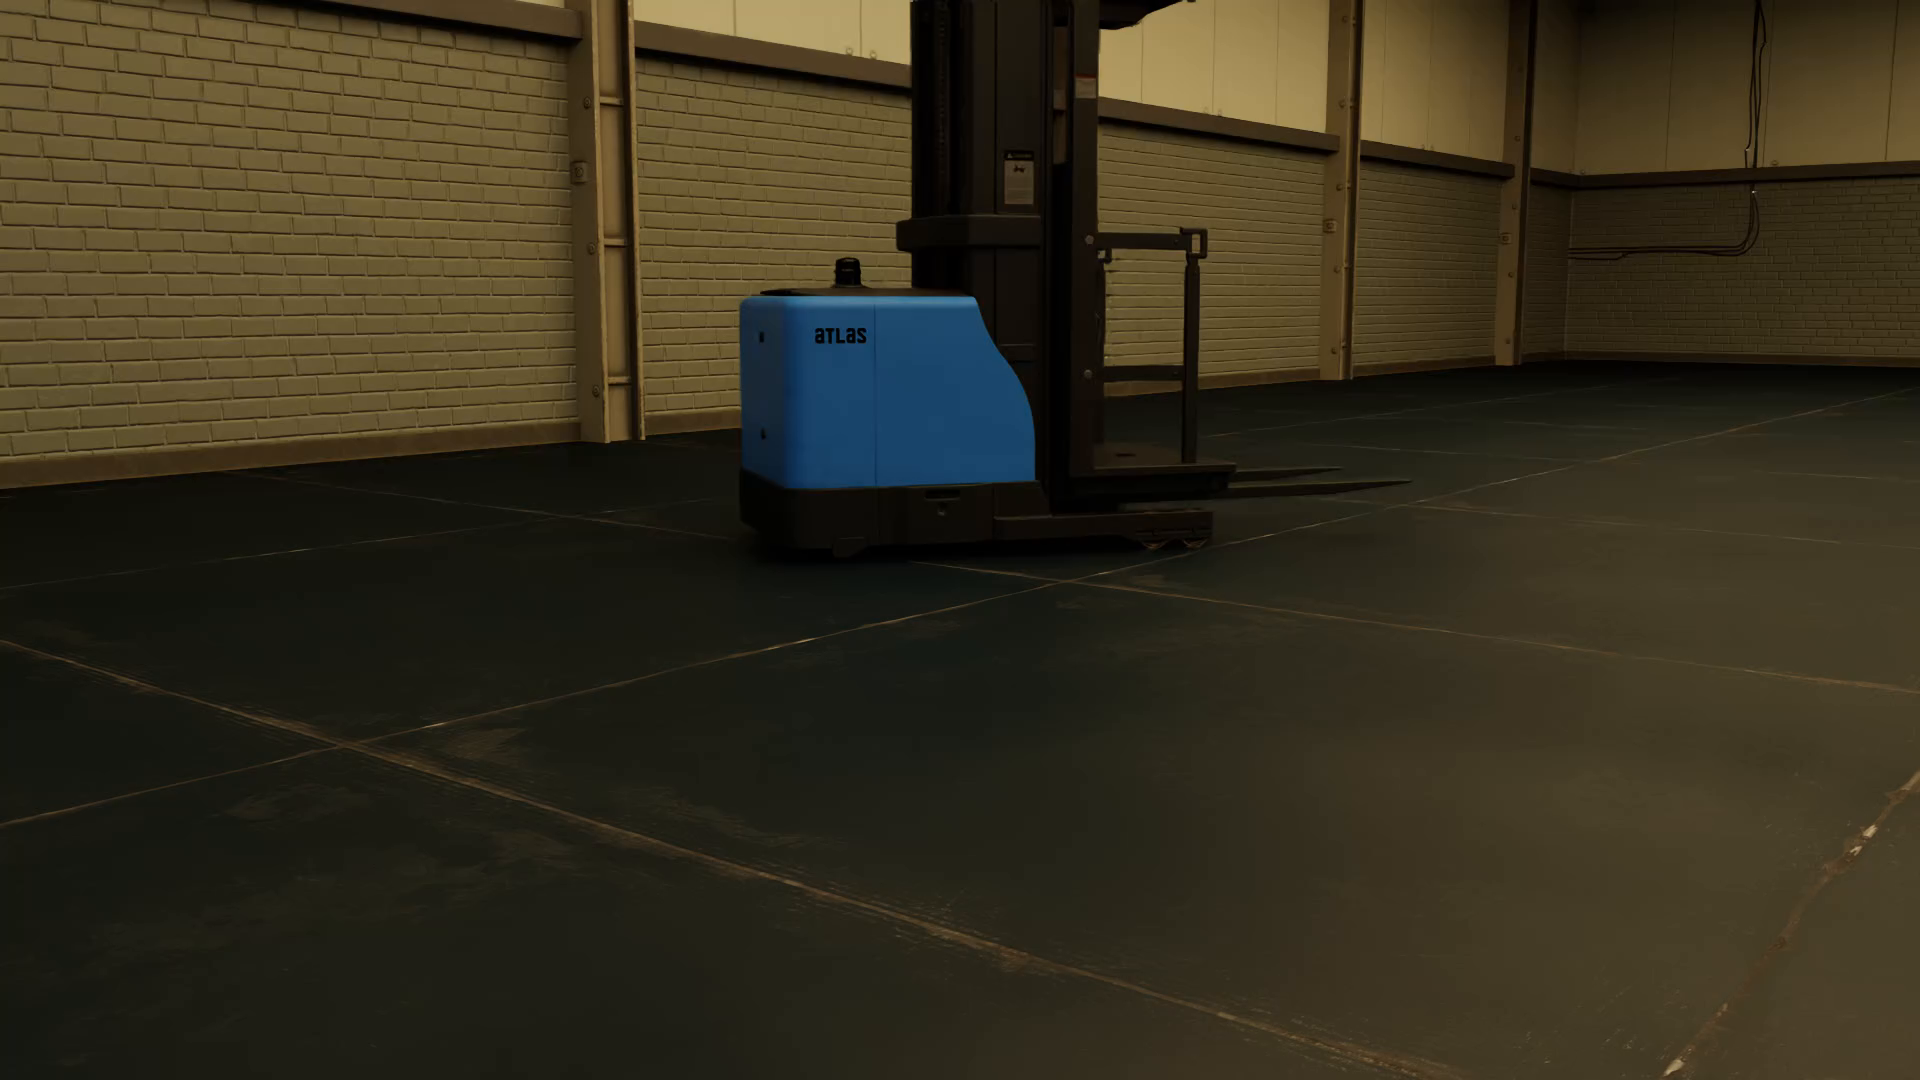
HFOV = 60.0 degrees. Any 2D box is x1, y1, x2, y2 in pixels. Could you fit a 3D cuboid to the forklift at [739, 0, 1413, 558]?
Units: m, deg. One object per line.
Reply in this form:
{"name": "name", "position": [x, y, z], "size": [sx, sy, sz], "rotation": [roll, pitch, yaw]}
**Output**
{"name": "forklift", "position": [0.577, -1.480, 7.399], "size": [3.031, 2.935, 1.130], "rotation": [-3, 9, -19]}
